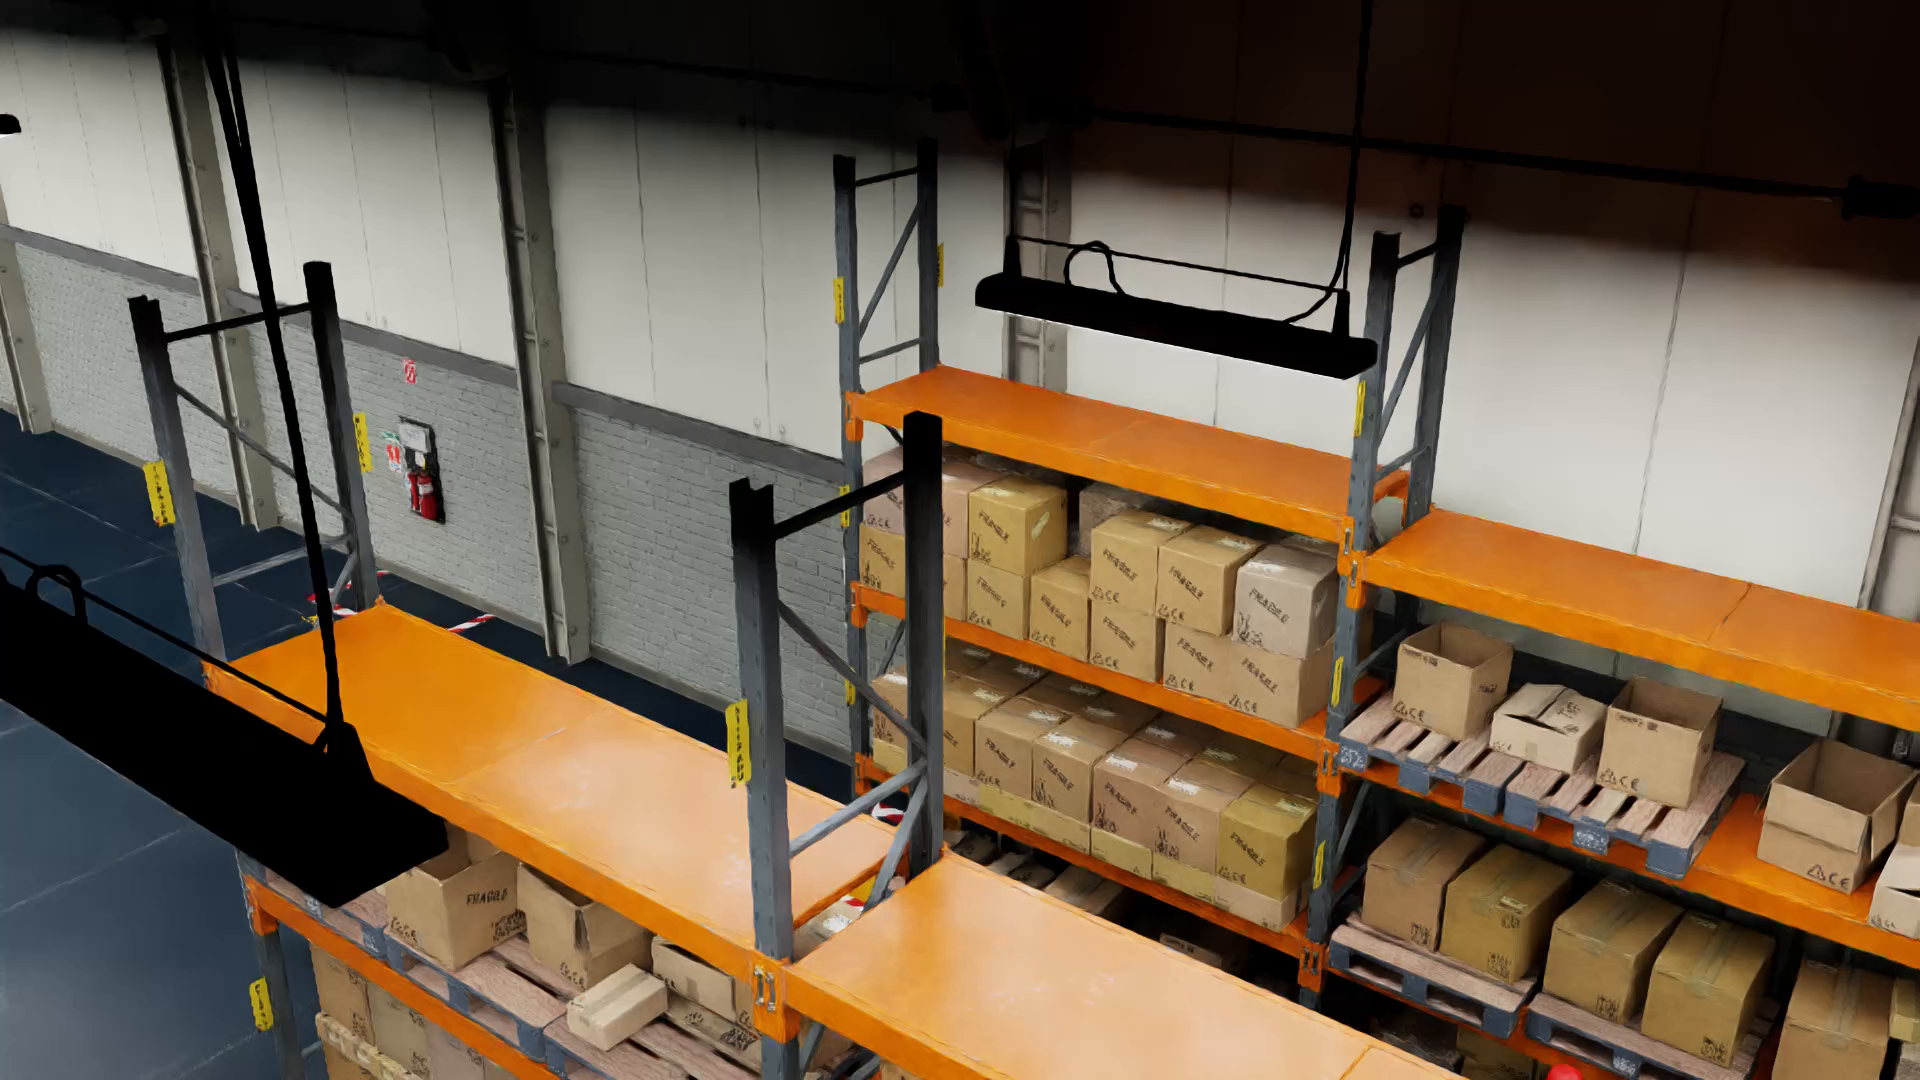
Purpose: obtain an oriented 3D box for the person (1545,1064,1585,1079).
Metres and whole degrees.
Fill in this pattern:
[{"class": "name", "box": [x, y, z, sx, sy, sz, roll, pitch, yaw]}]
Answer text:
[{"class": "person", "box": [3.276, 3.716, 9.451, 0.598, 1.779, 0.444, 6, 23, 13]}]
